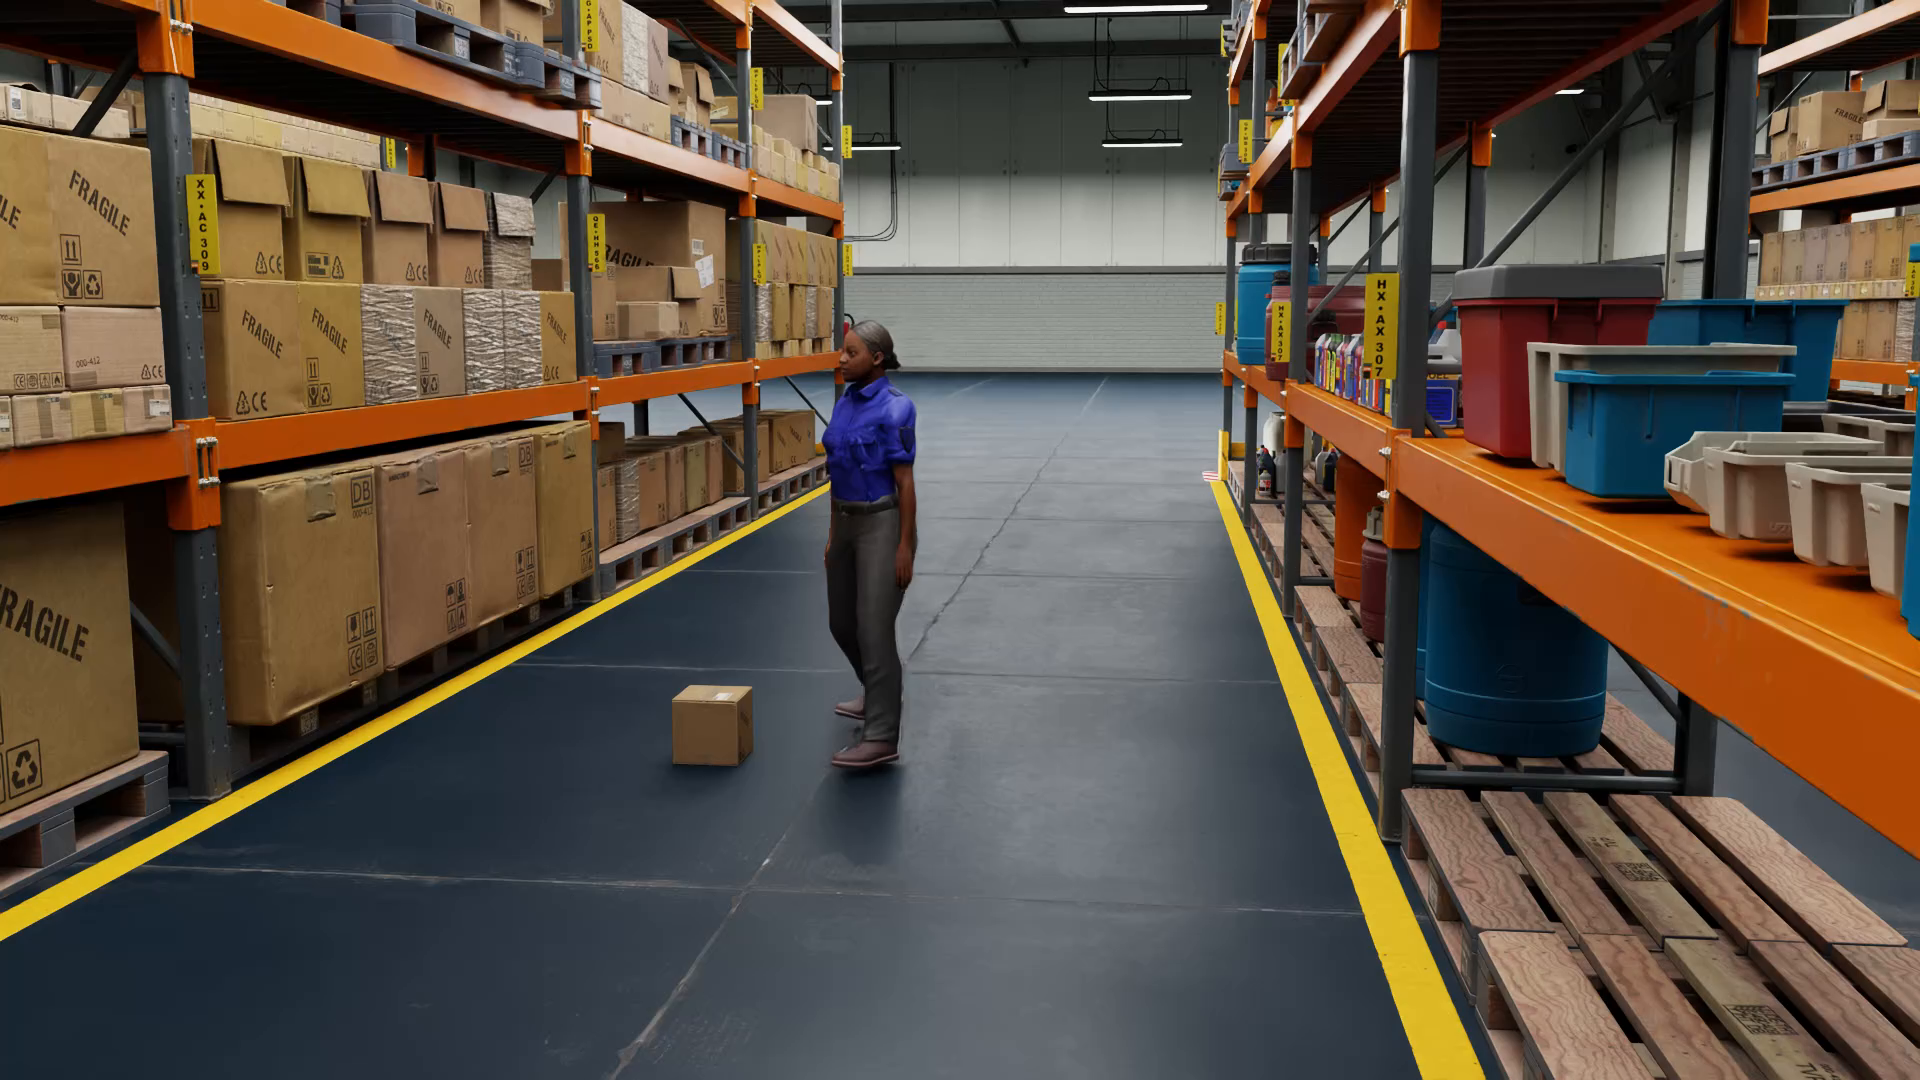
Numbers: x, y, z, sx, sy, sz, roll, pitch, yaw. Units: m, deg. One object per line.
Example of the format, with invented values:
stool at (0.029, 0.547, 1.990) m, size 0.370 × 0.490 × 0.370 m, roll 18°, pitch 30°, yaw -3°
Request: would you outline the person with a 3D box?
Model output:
person at (-0.370, -0.018, 6.376) m, size 0.681 × 1.636 × 0.639 m, roll -7°, pitch 10°, yaw -40°
